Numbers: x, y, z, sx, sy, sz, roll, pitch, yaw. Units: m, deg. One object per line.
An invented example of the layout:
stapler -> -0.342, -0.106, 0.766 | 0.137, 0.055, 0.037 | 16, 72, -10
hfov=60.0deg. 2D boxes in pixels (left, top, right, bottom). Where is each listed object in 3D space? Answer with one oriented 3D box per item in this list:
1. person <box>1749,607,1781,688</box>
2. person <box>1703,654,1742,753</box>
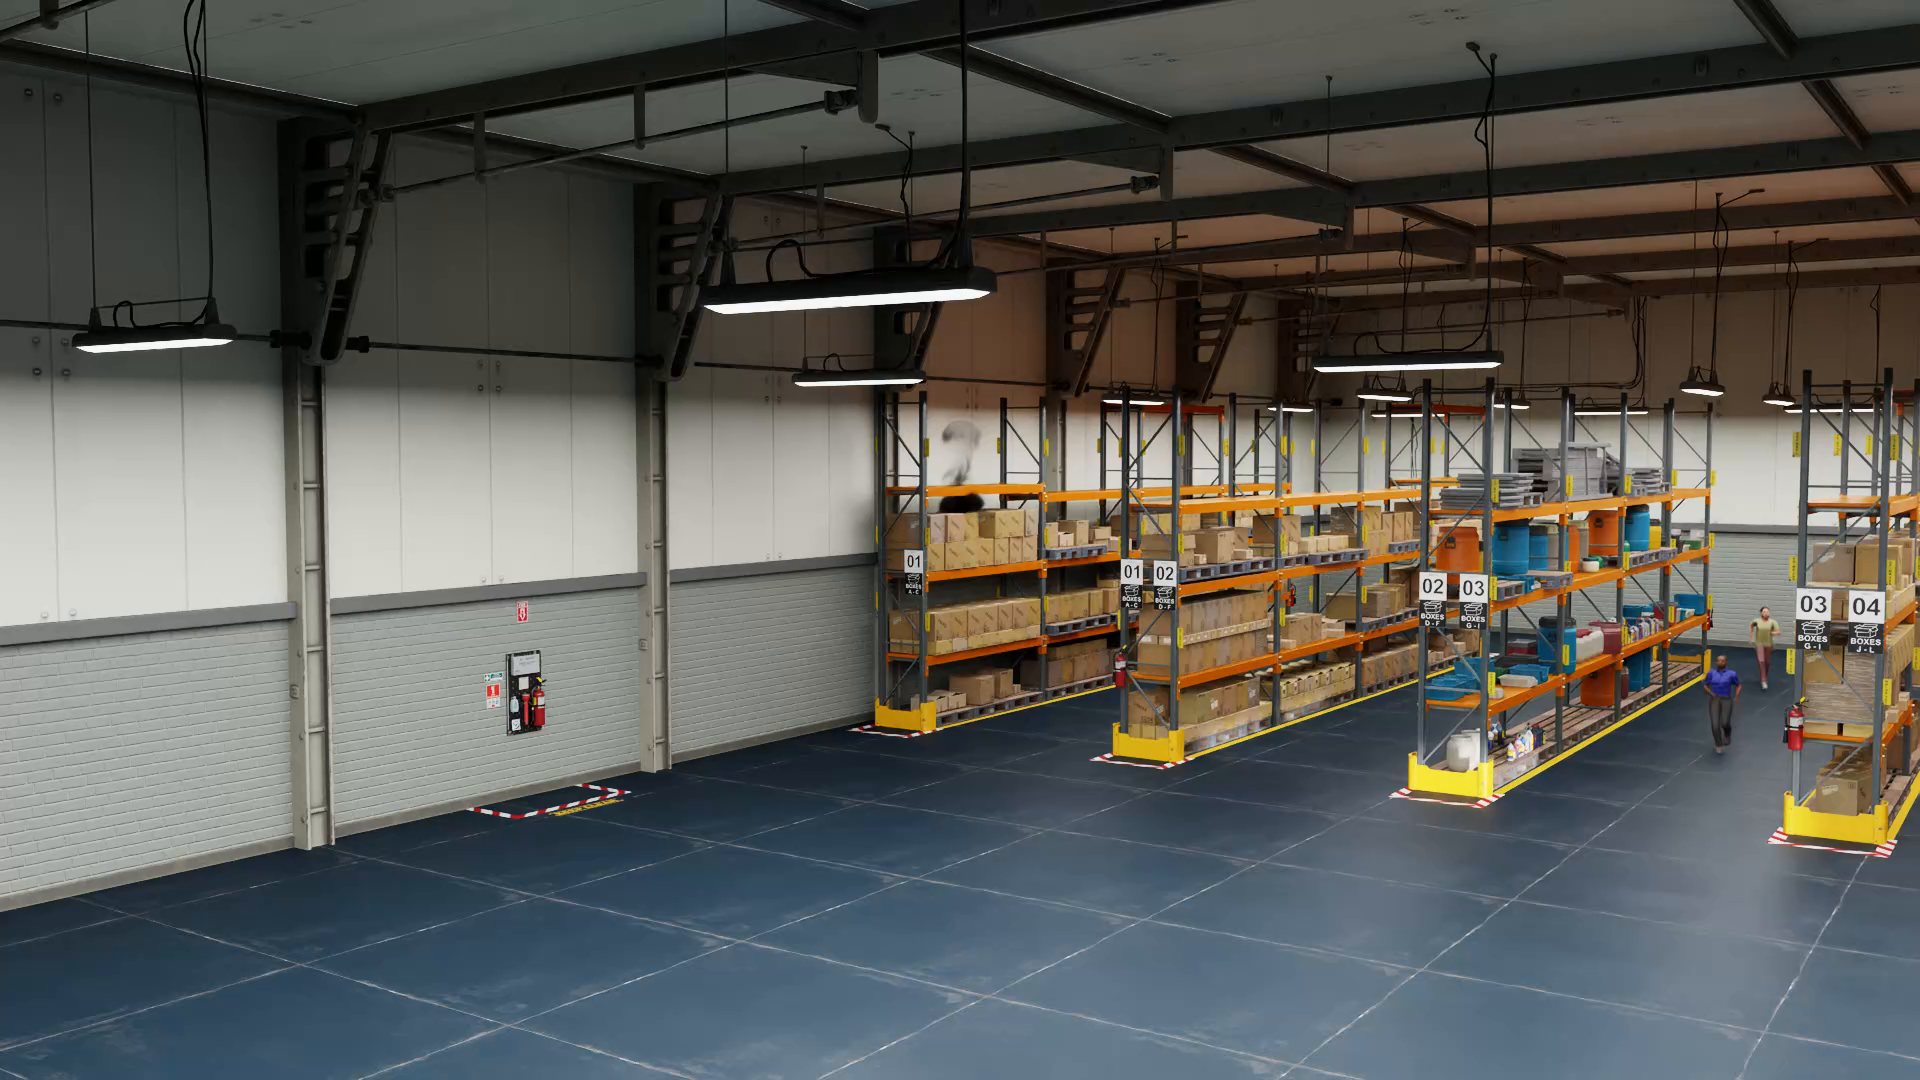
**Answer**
person -> 16.785, 2.211, 34.690 | 0.568, 1.665, 0.964 | 1, 3, 19
person -> 12.480, 2.692, 27.263 | 0.570, 1.607, 0.529 | 2, 4, 29
